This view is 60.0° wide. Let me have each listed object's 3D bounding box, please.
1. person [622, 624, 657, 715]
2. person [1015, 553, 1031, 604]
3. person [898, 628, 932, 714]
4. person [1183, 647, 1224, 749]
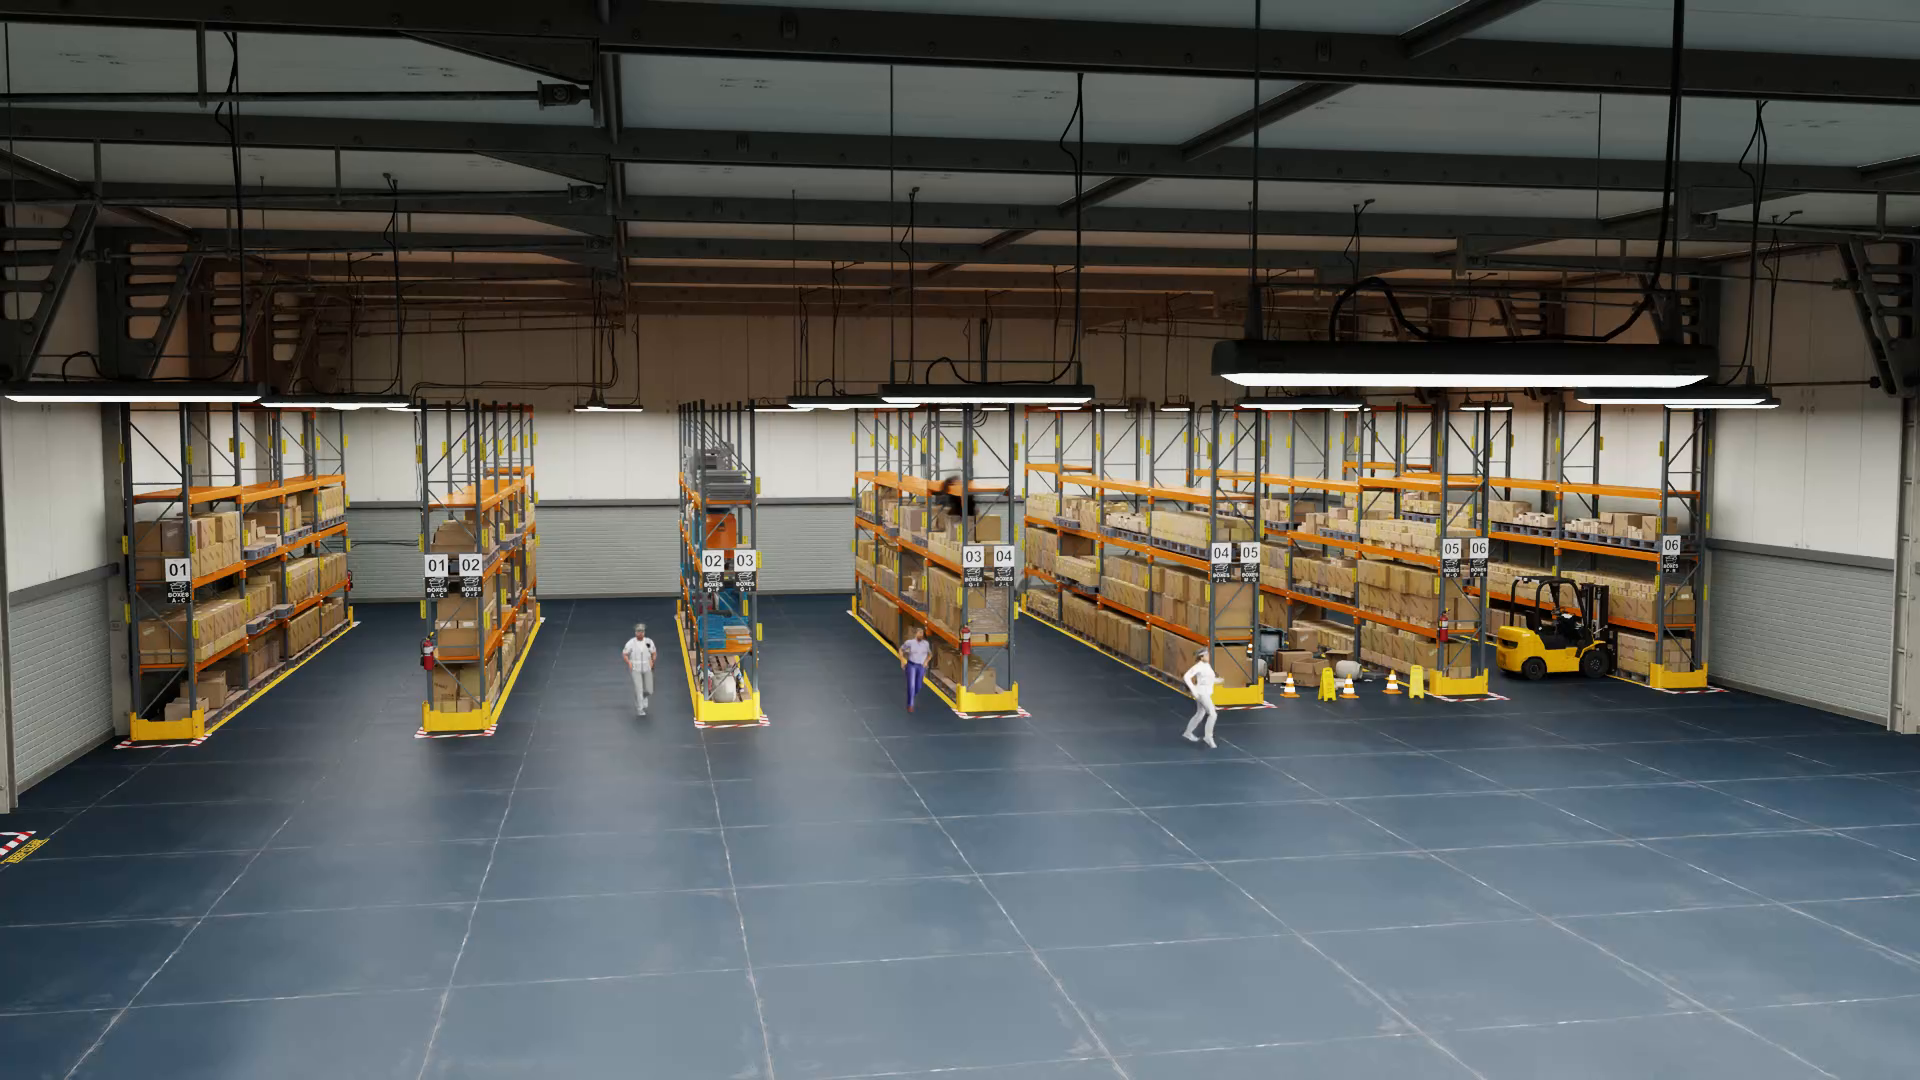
[{"bbox_3d":[-6.120,2.454,31.806,0.664,1.733,0.654,-2,5,-22],"label":"person"},{"bbox_3d":[2.015,1.178,49.985,0.633,1.658,0.725,-1,4,-14],"label":"person"},{"bbox_3d":[-0.858,2.506,32.250,0.652,1.631,0.778,-1,5,-18],"label":"person"},{"bbox_3d":[4.197,2.712,28.724,0.747,1.750,0.584,2,5,28],"label":"person"}]
